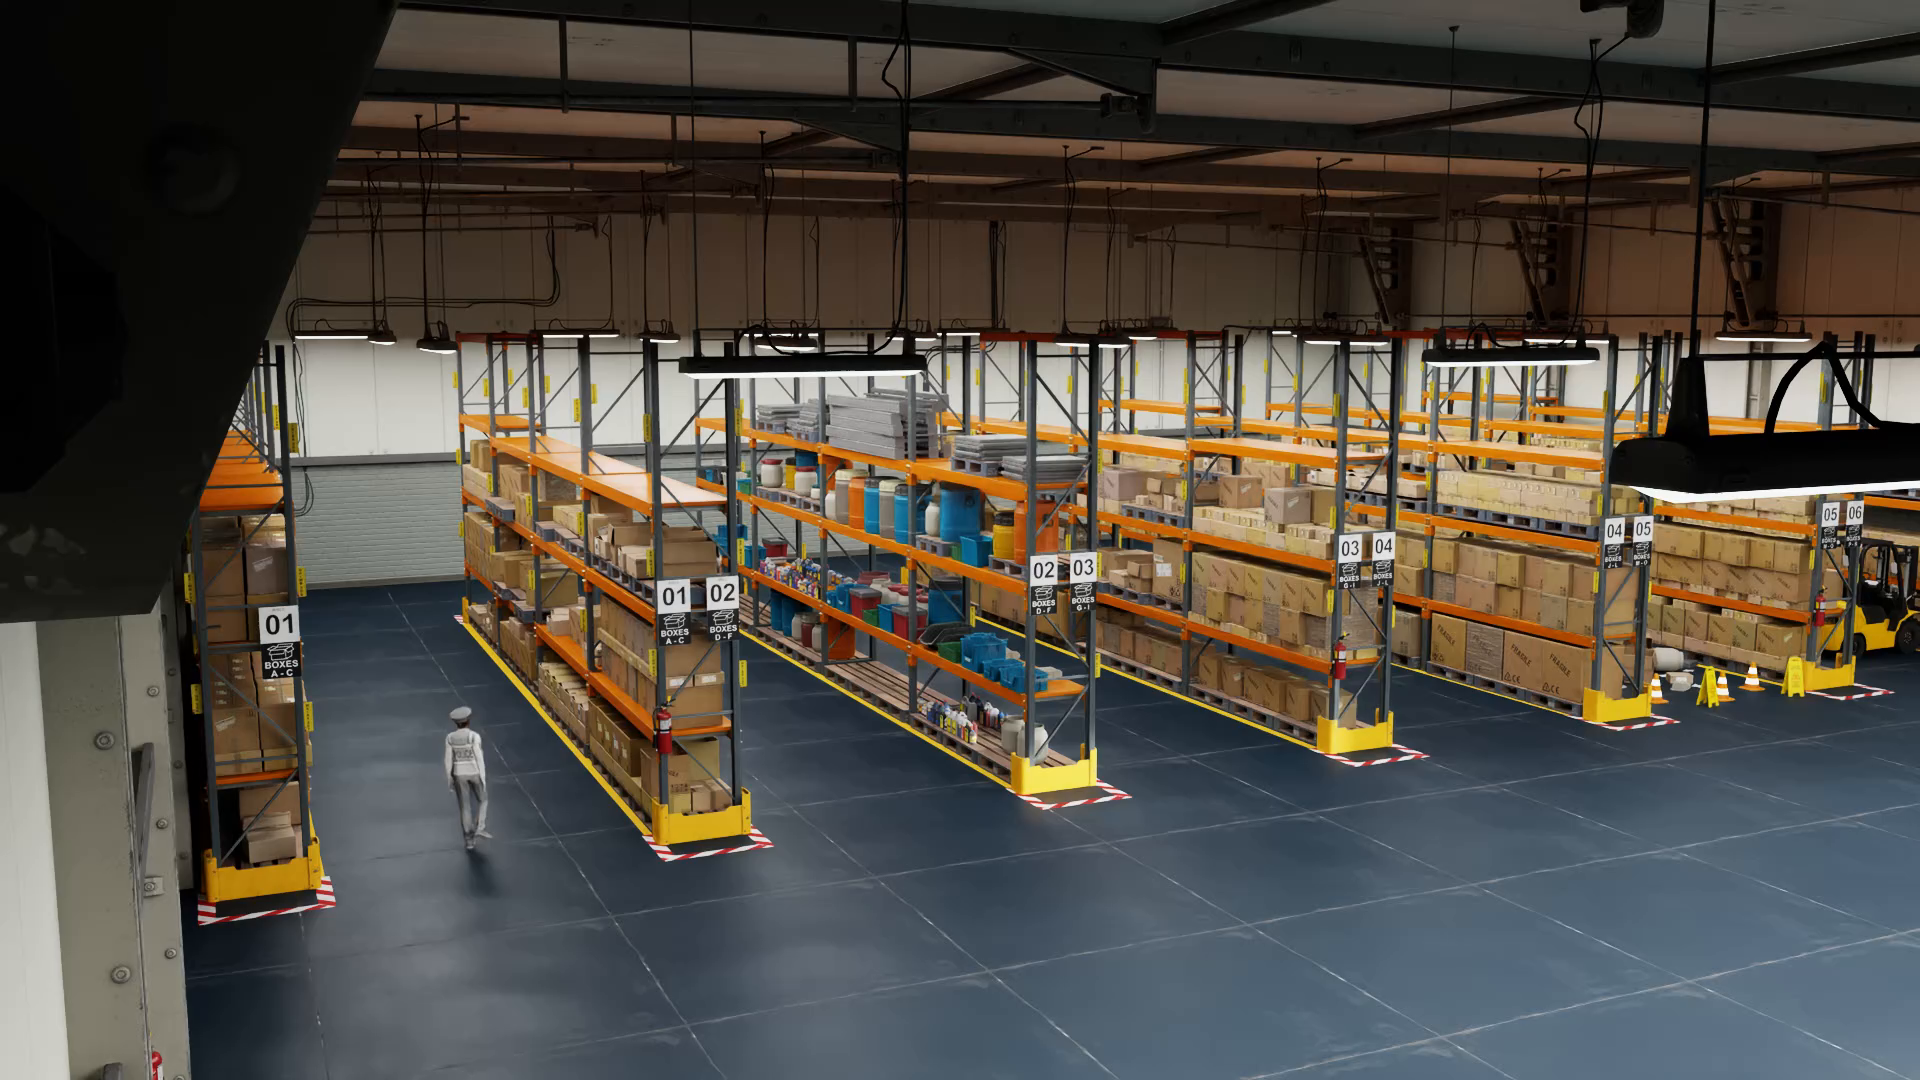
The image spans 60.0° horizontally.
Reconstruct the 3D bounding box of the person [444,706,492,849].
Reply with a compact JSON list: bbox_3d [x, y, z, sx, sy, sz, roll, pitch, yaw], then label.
[{"bbox_3d":[-5.871,2.834,19.821,0.528,1.676,0.485,-2,8,-14],"label":"person"}]

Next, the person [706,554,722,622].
[{"bbox_3d":[-5.236,0.799,34.664,0.534,1.706,1.087,1,8,5],"label":"person"}]
